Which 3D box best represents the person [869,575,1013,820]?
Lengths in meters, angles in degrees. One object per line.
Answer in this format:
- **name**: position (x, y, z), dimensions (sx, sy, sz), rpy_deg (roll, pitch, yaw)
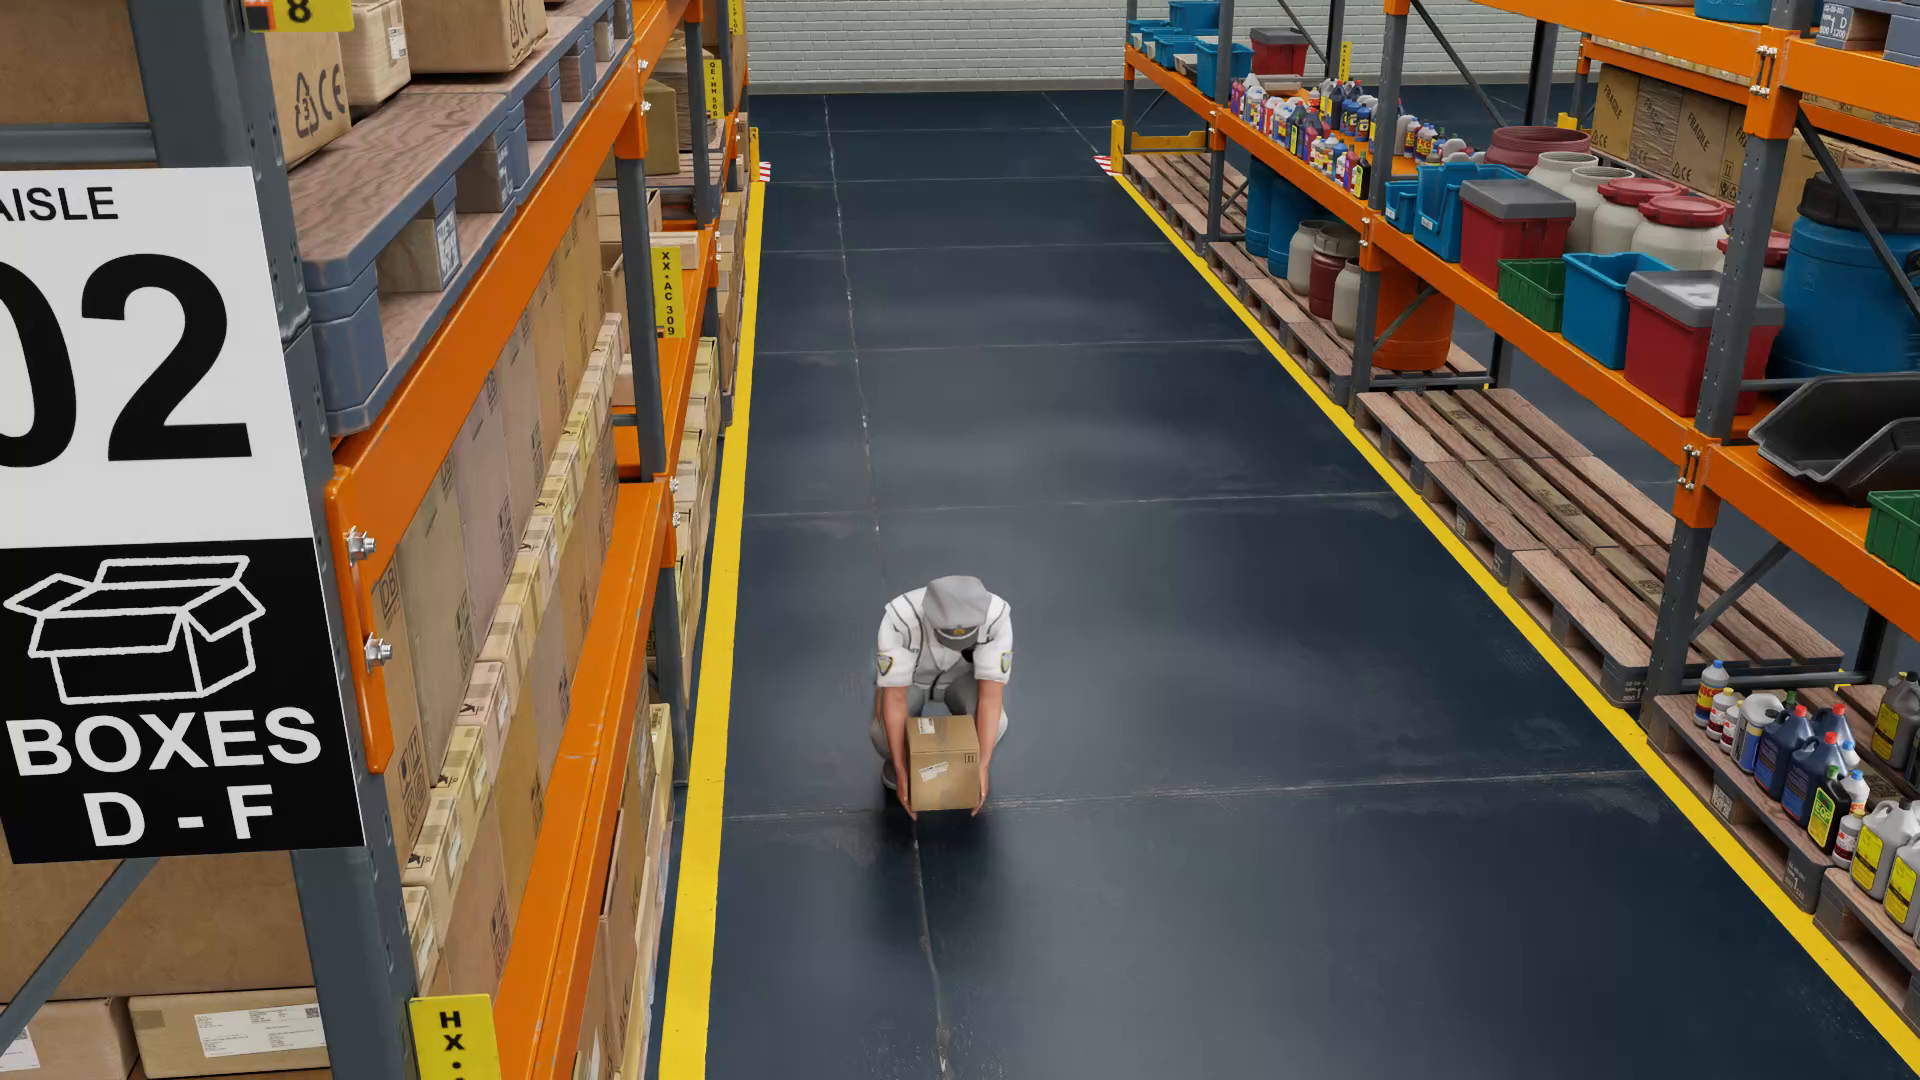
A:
- **person**: position (-0.079, 0.515, 6.342), dimensions (0.542, 1.024, 0.904), rpy_deg (-1, 24, -3)
